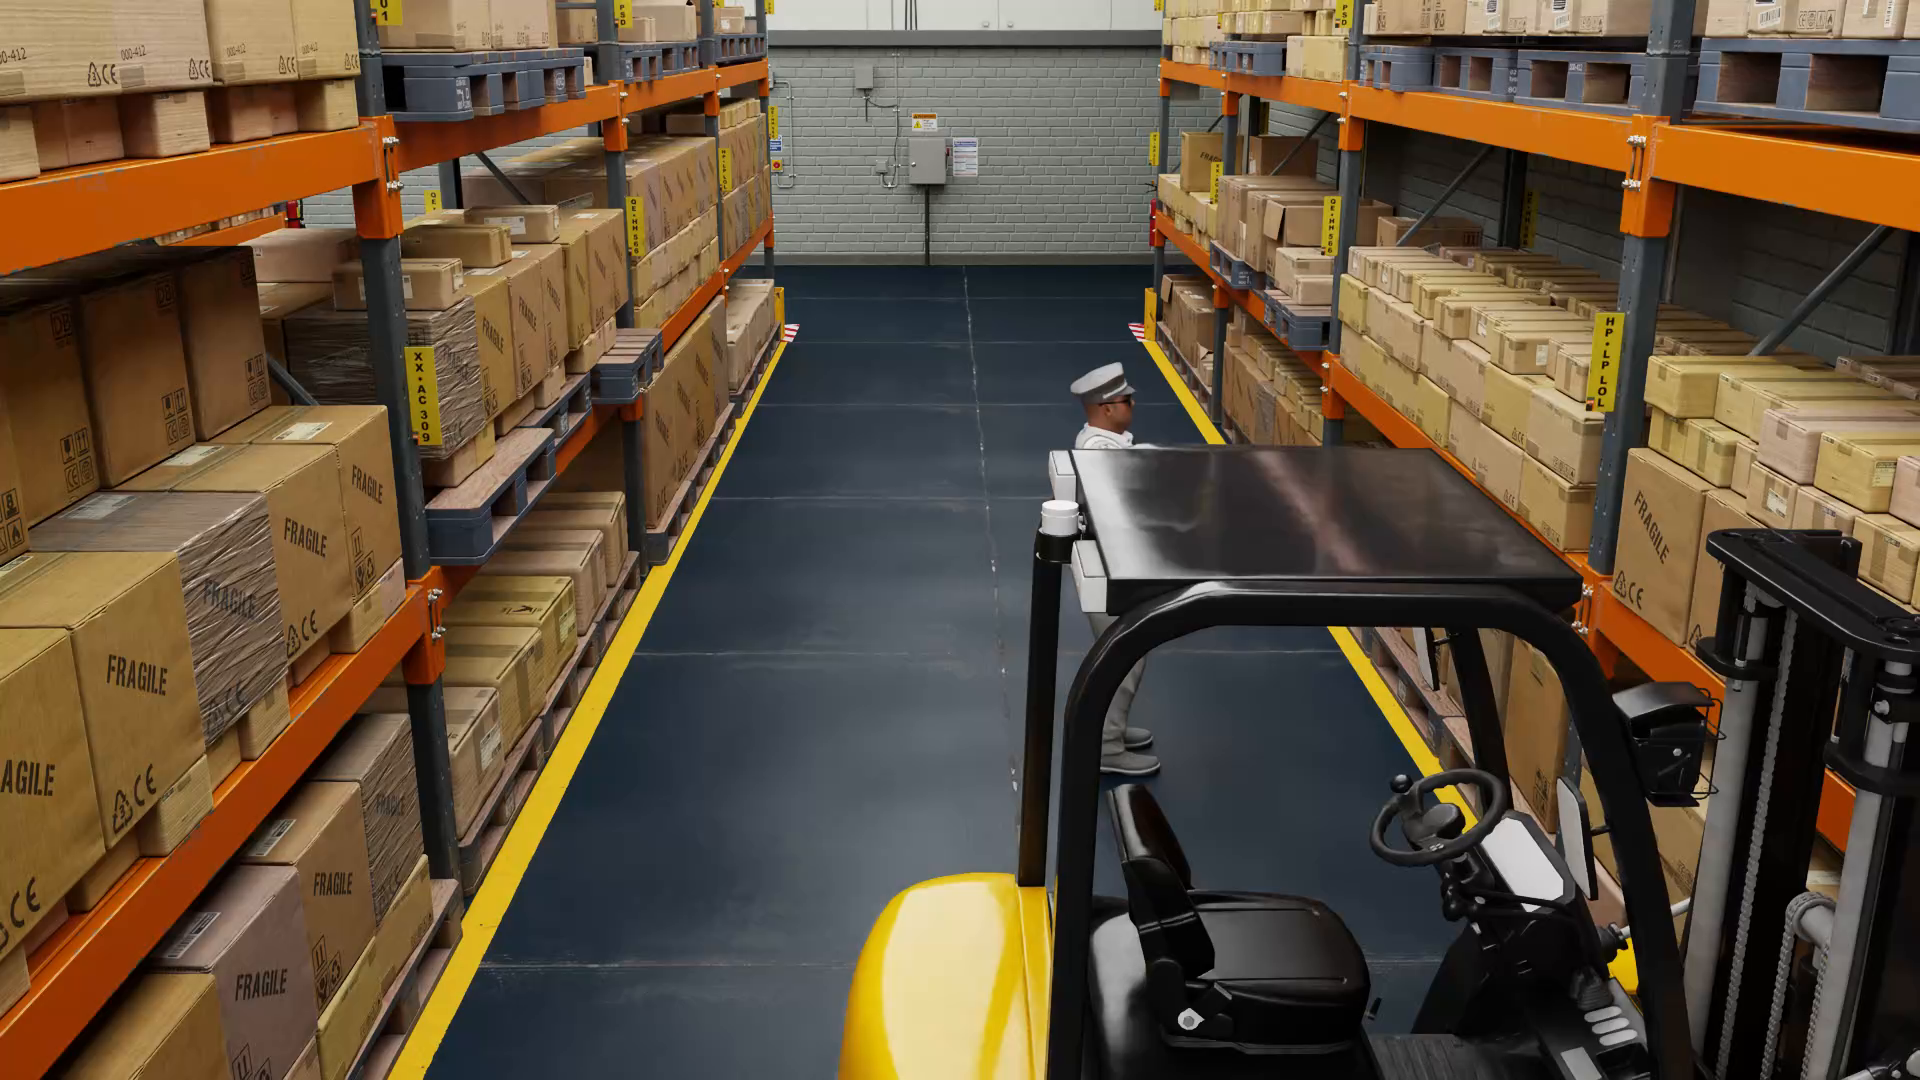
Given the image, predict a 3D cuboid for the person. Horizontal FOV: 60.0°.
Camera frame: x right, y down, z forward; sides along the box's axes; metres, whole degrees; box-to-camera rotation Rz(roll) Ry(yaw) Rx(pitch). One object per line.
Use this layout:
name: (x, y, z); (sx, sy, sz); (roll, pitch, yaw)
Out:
person: (0.746, 0.112, 7.140); (0.569, 1.766, 0.494); (0, 17, 0)
